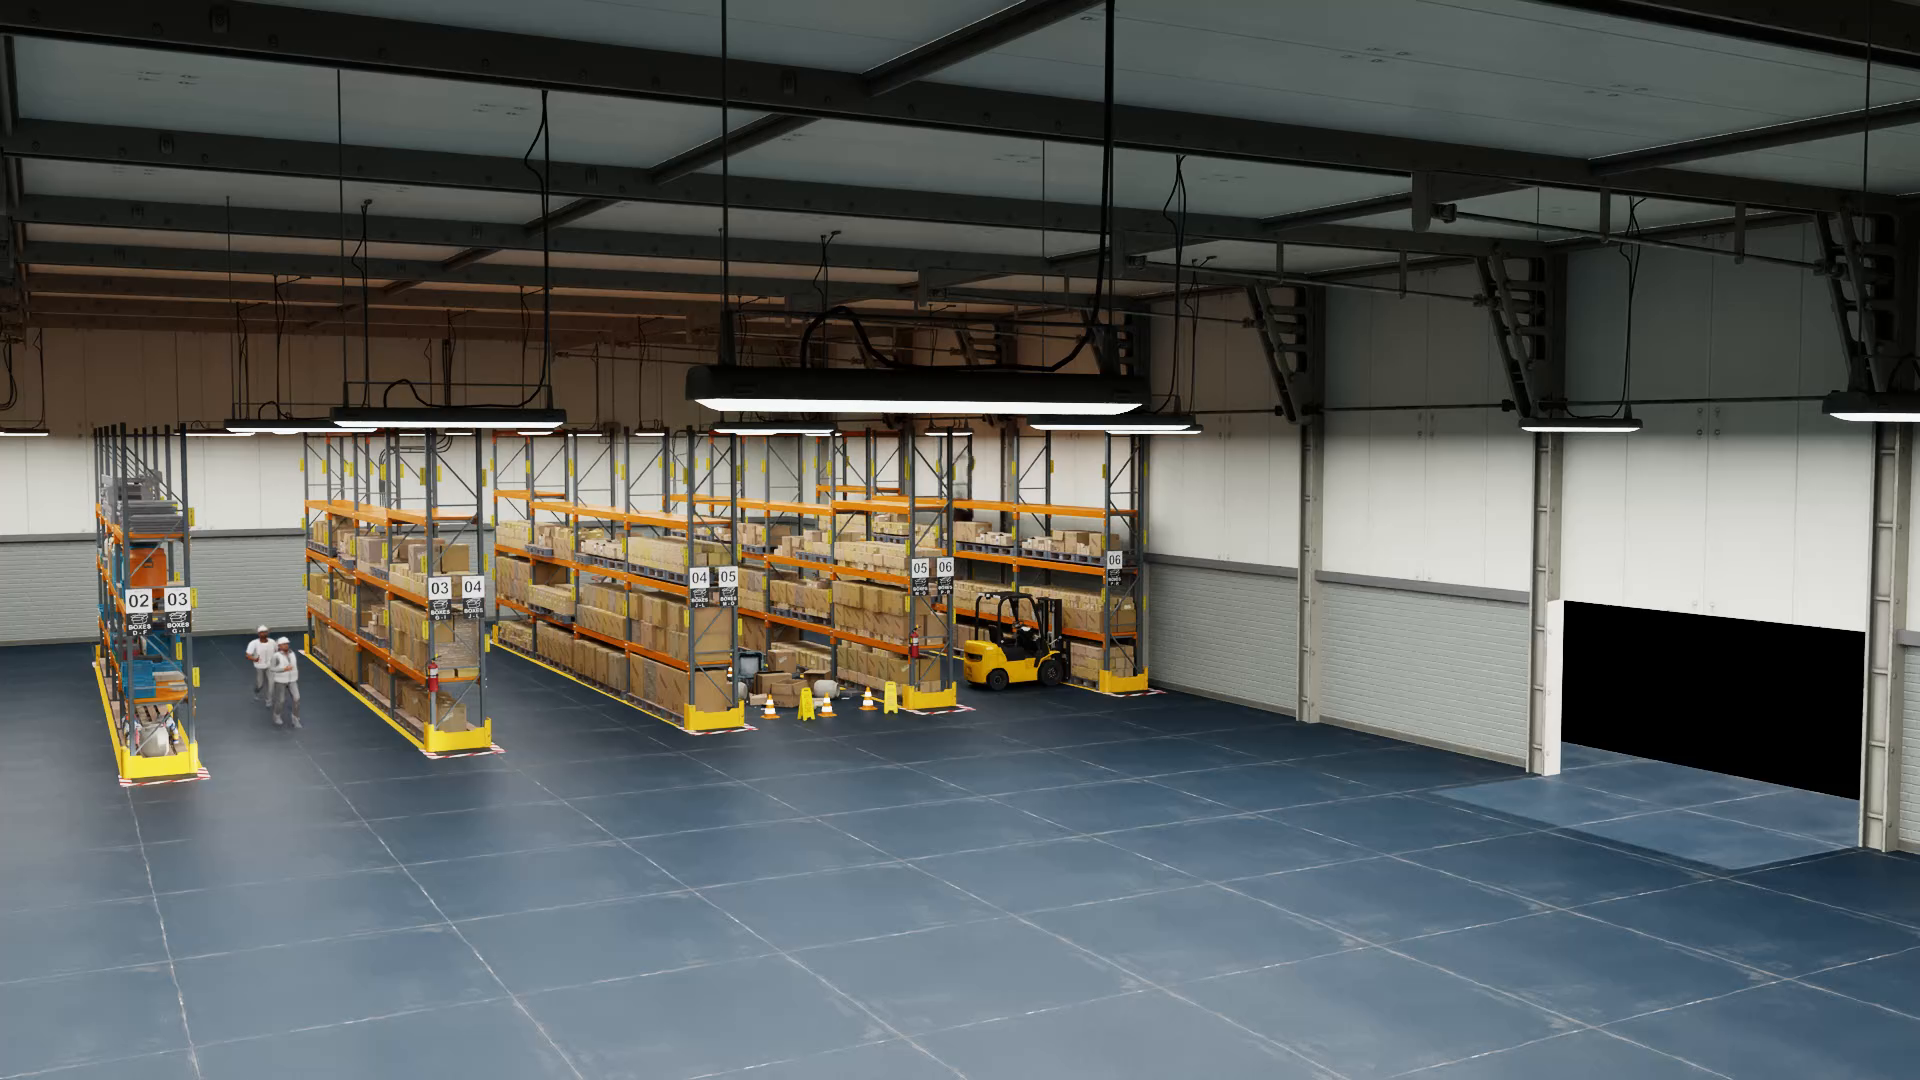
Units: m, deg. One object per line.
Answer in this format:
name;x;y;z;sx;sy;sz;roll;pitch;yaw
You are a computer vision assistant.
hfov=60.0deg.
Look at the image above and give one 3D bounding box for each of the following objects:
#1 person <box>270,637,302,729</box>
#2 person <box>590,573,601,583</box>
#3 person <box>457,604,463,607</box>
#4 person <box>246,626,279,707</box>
person;-13.411;2.832;33.025;0.791;1.826;0.642;3;5;44
person;-11.086;1.819;50.455;0.707;1.729;0.630;3;5;42
person;-13.913;2.078;46.892;0.580;1.611;0.803;0;3;6
person;-14.890;2.705;35.592;0.714;1.733;0.791;-3;4;-38
